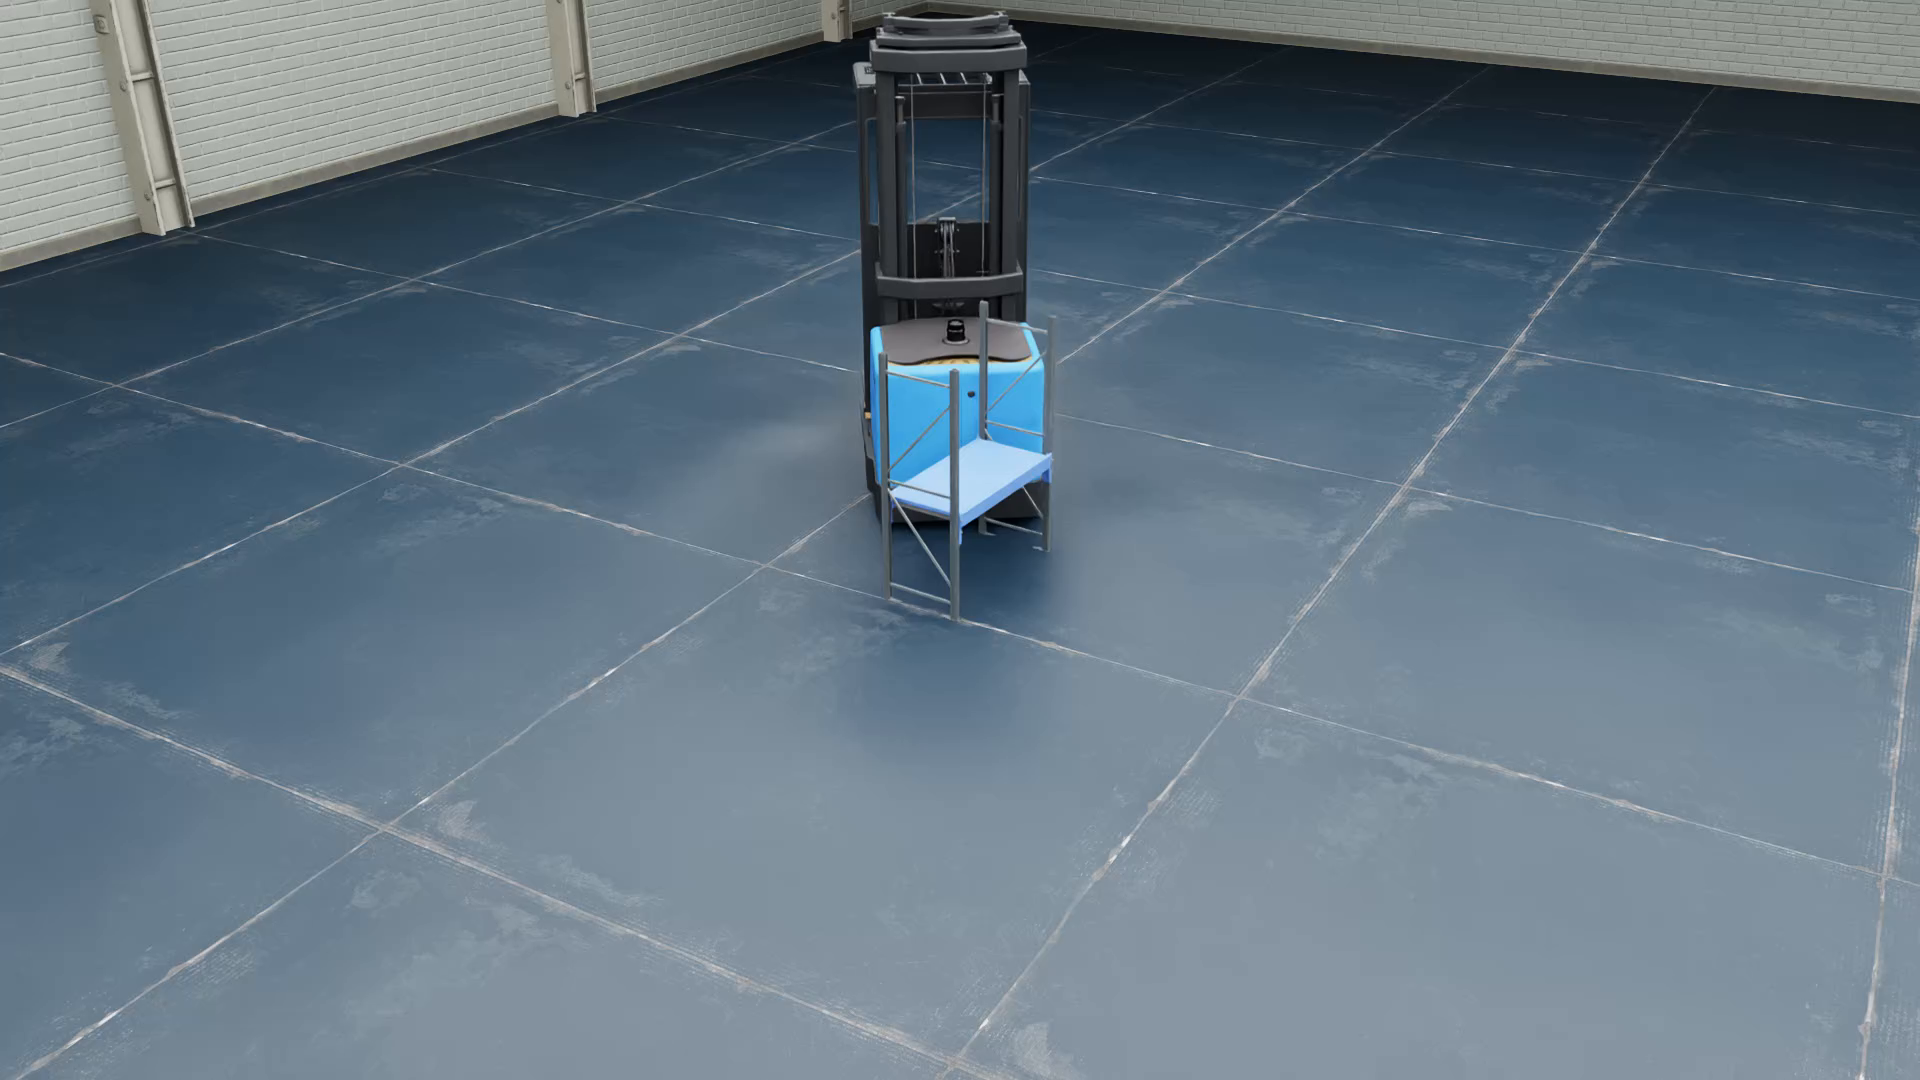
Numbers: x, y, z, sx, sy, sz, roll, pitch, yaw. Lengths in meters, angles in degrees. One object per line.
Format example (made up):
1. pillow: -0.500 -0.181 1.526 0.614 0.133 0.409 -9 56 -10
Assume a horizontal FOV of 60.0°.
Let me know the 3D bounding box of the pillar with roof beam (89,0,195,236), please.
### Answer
1. pillar with roof beam: -4.050 -6.143 12.468 9.100 9.000 0.400 14 30 26

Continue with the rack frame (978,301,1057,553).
1. rack frame: 0.332 -0.656 9.884 0.500 1.500 0.032 16 31 29

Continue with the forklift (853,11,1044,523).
1. forklift: -0.127 -2.046 11.063 1.130 2.935 3.031 -2 27 -5

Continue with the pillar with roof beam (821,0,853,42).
1. pillar with roof beam: 1.853 -10.819 21.811 9.100 9.000 0.400 14 30 26

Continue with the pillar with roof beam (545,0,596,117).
1. pillar with roof beam: -1.098 -8.481 17.139 9.100 9.000 0.400 14 30 26

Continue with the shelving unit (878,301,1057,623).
1. shelving unit: 0.055 -0.465 9.503 0.538 1.500 1.048 16 31 29

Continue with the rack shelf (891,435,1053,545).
1. rack shelf: 0.055 -0.304 9.584 0.538 0.185 1.000 16 31 29

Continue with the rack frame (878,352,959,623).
1. rack frame: -0.221 -0.274 9.122 0.500 1.500 0.032 16 31 29
